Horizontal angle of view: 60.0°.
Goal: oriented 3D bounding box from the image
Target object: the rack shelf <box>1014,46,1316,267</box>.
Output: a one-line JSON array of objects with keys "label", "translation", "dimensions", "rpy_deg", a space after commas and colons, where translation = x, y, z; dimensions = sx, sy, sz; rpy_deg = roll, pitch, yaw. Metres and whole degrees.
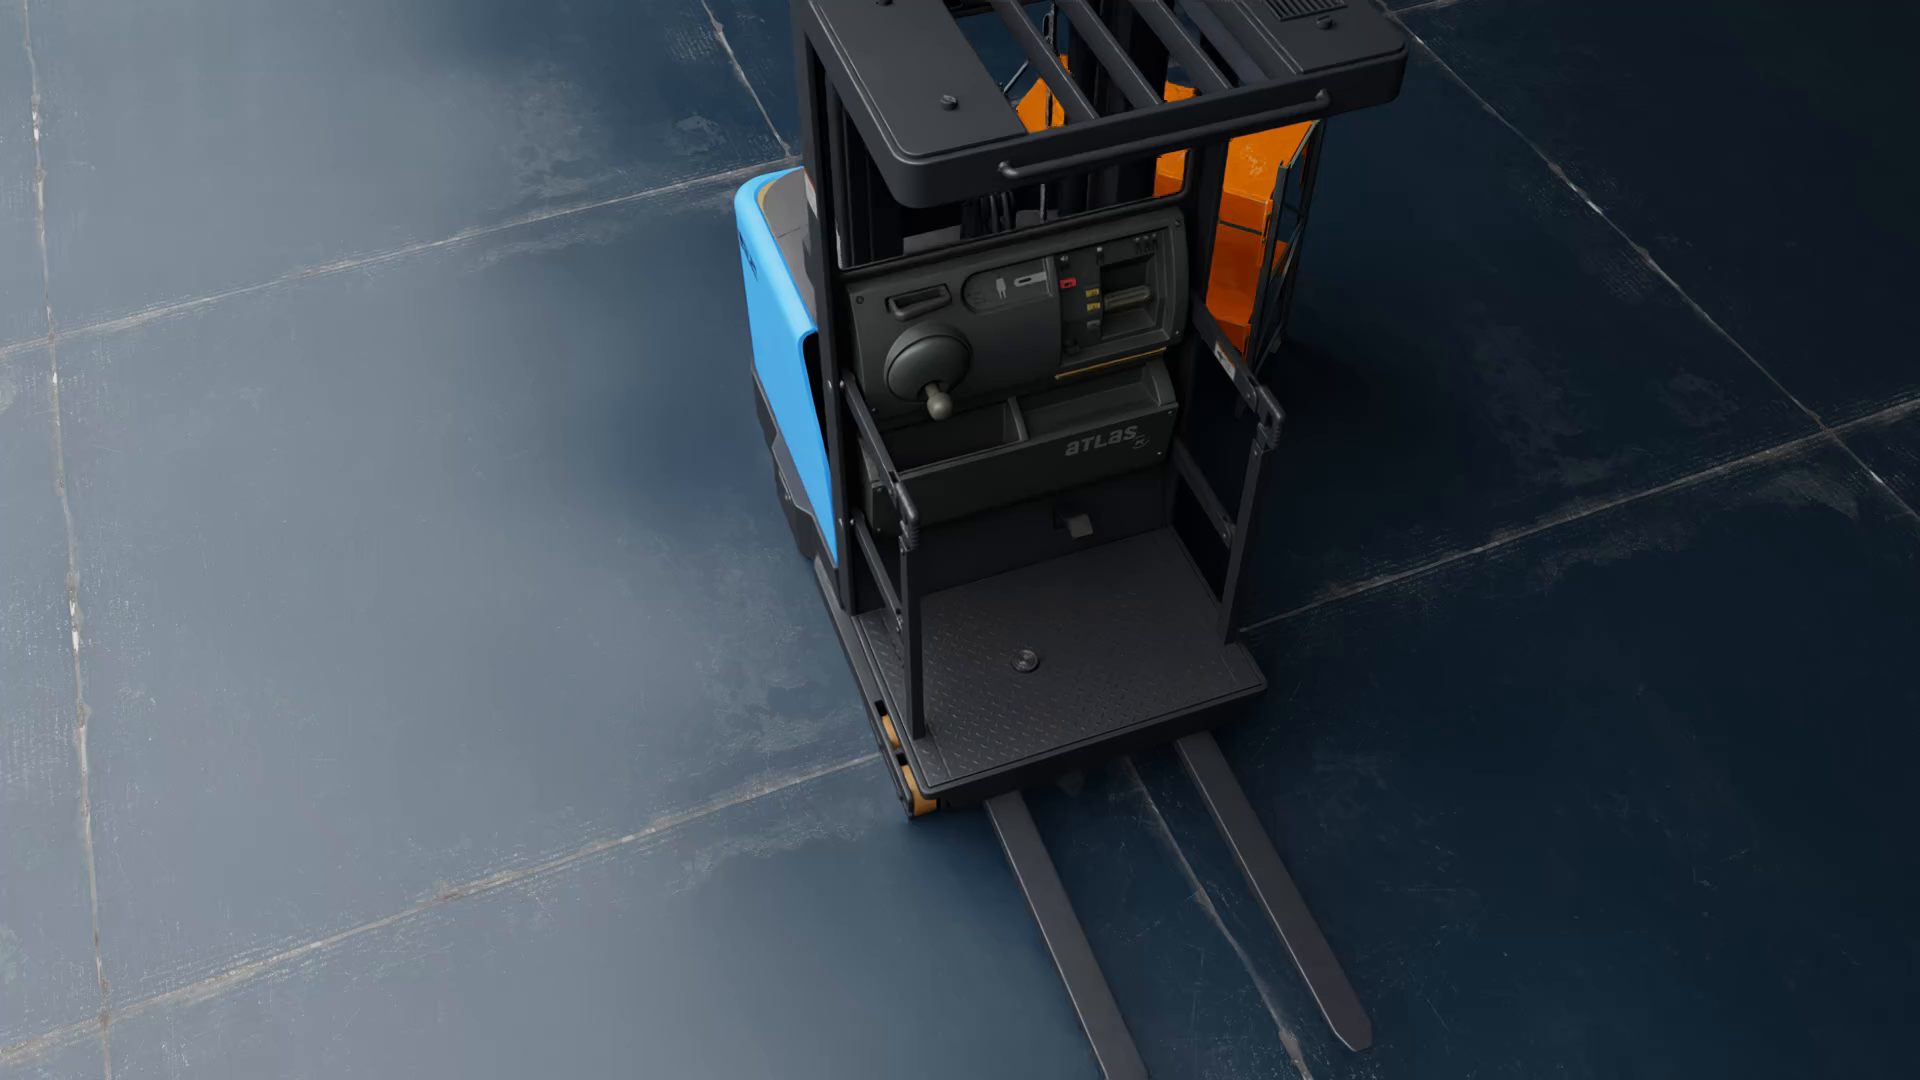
[{"label": "rack shelf", "translation": [0.674, -1.345, 5.777], "dimensions": [1.000, 0.278, 0.538], "rpy_deg": [20, 52, 16]}]

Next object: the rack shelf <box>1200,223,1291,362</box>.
[{"label": "rack shelf", "translation": [0.674, -0.995, 6.185], "dimensions": [1.000, 0.278, 0.538], "rpy_deg": [20, 52, 16]}]

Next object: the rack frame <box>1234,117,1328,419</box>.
[{"label": "rack frame", "translation": [1.132, -0.988, 5.857], "dimensions": [0.032, 1.125, 0.500], "rpy_deg": [20, 52, 16]}]

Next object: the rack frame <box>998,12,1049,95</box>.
[{"label": "rack frame", "translation": [0.215, -1.320, 6.142], "dimensions": [0.032, 1.125, 0.500], "rpy_deg": [20, 52, 16]}]

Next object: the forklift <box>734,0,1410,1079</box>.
[{"label": "forklift", "translation": [0.244, -0.486, 4.235], "dimensions": [1.130, 2.935, 3.031], "rpy_deg": [-16, 51, -13]}]

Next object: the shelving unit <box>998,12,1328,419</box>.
[{"label": "shelving unit", "translation": [0.674, -1.154, 5.999], "dimensions": [1.048, 1.125, 0.538], "rpy_deg": [20, 52, 16]}]
